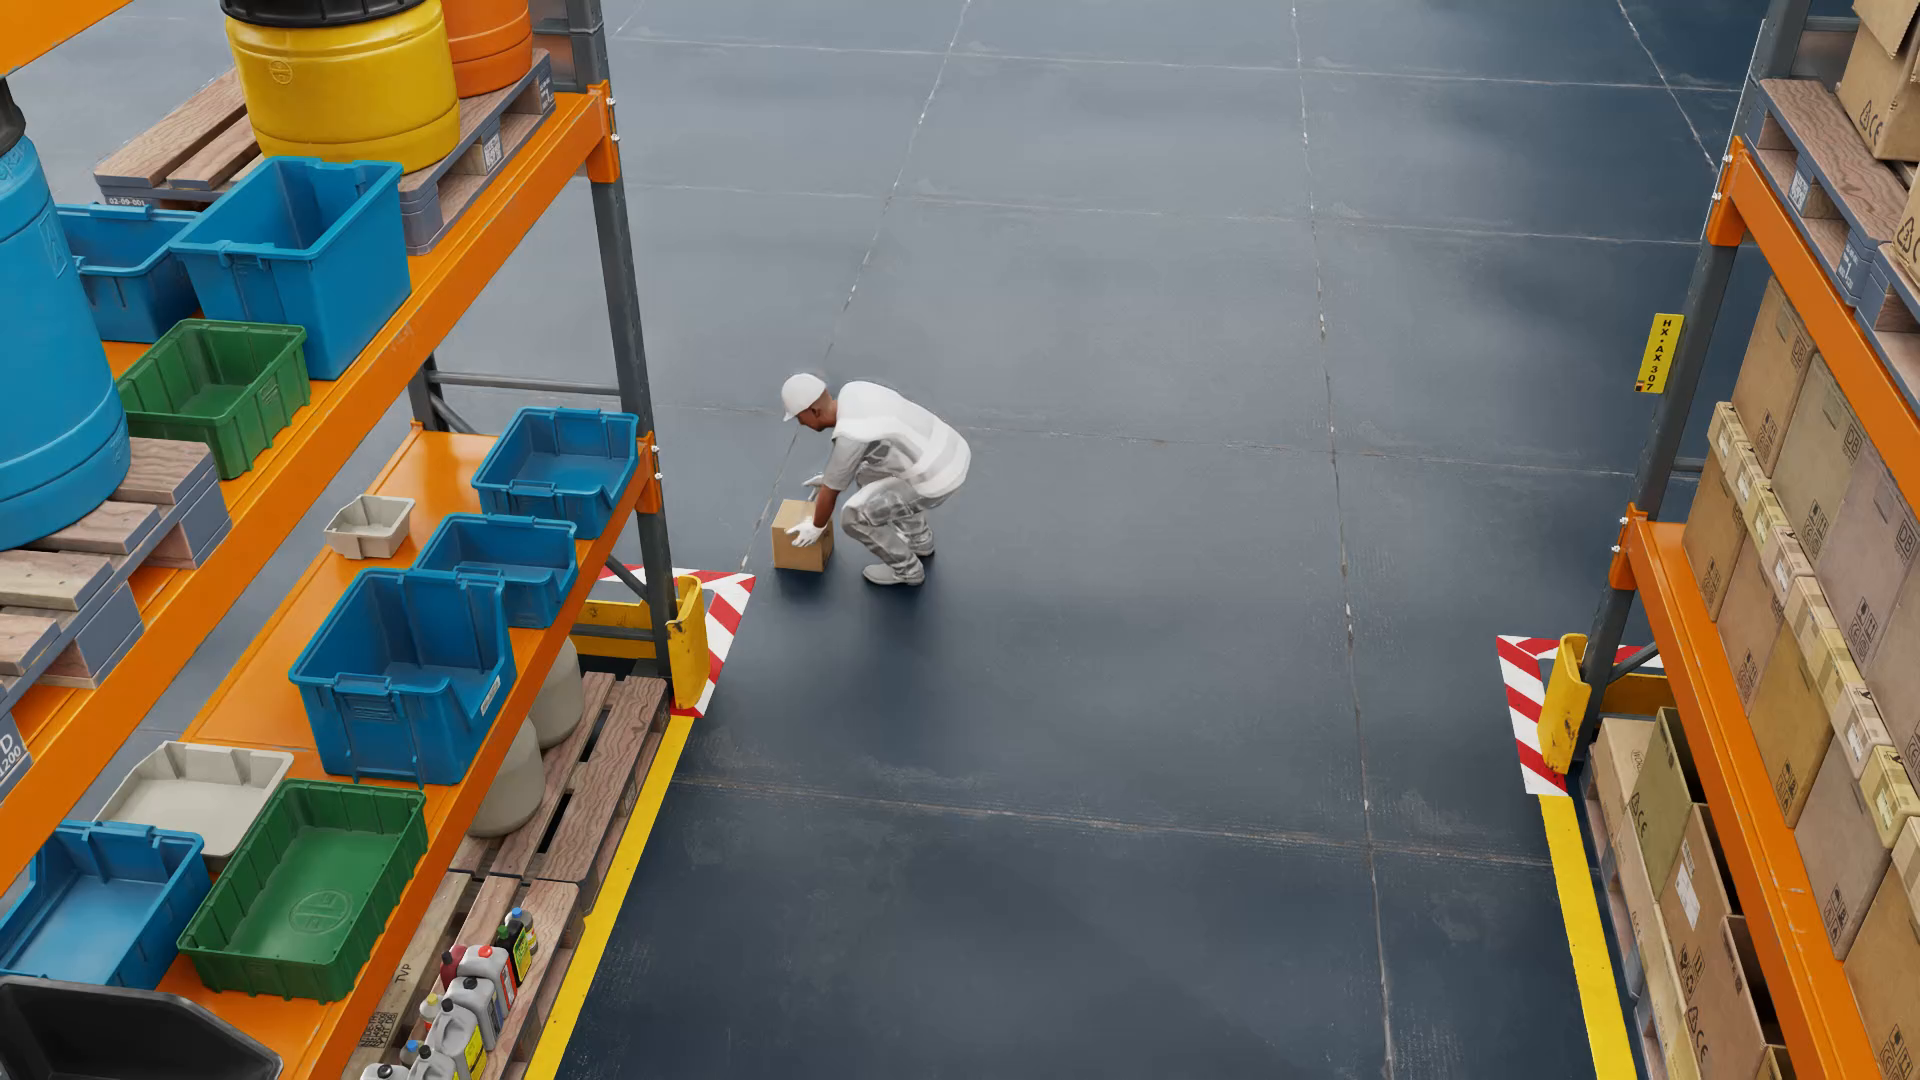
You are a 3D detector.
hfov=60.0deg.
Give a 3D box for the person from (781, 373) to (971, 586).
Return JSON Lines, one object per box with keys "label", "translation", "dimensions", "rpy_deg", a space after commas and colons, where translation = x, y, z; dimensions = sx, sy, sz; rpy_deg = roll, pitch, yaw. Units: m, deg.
{"label": "person", "translation": [-0.401, -0.304, 8.043], "dimensions": [0.881, 1.087, 0.587], "rpy_deg": [6, 36, 8]}
